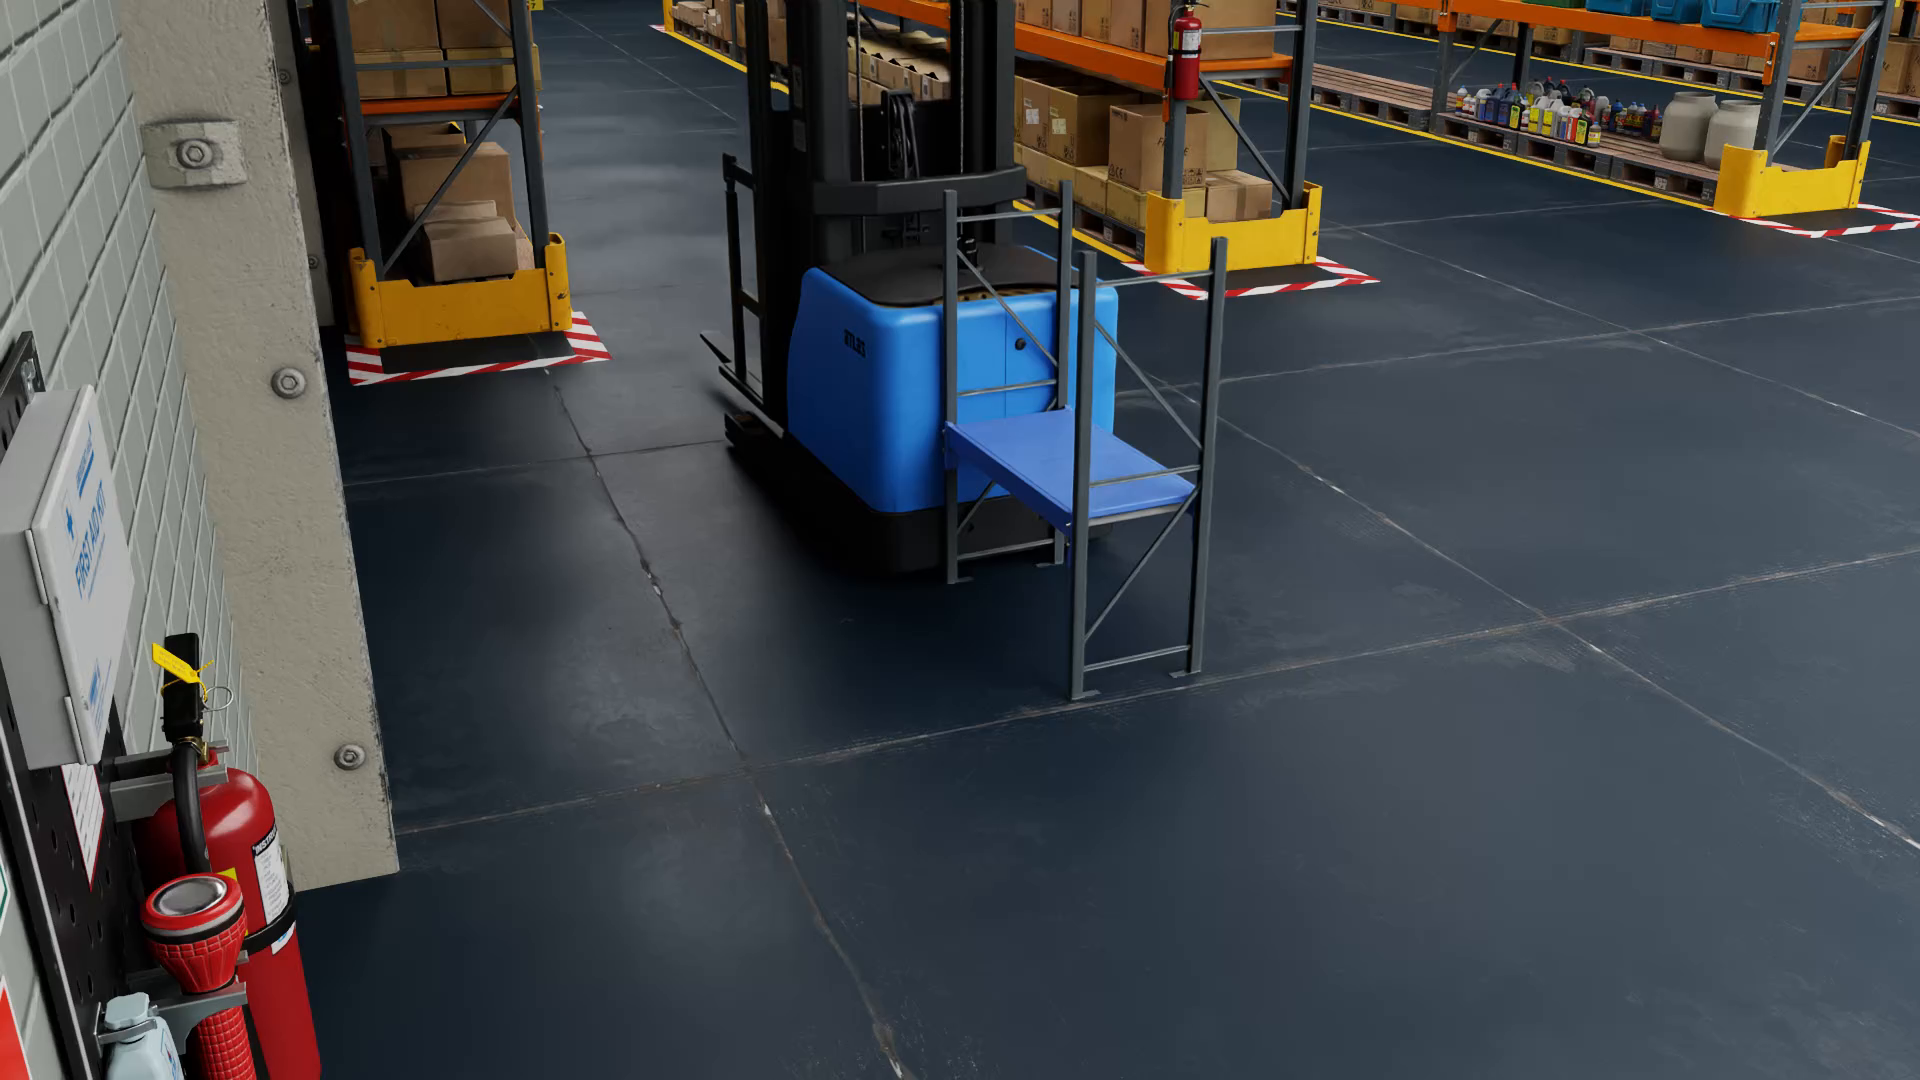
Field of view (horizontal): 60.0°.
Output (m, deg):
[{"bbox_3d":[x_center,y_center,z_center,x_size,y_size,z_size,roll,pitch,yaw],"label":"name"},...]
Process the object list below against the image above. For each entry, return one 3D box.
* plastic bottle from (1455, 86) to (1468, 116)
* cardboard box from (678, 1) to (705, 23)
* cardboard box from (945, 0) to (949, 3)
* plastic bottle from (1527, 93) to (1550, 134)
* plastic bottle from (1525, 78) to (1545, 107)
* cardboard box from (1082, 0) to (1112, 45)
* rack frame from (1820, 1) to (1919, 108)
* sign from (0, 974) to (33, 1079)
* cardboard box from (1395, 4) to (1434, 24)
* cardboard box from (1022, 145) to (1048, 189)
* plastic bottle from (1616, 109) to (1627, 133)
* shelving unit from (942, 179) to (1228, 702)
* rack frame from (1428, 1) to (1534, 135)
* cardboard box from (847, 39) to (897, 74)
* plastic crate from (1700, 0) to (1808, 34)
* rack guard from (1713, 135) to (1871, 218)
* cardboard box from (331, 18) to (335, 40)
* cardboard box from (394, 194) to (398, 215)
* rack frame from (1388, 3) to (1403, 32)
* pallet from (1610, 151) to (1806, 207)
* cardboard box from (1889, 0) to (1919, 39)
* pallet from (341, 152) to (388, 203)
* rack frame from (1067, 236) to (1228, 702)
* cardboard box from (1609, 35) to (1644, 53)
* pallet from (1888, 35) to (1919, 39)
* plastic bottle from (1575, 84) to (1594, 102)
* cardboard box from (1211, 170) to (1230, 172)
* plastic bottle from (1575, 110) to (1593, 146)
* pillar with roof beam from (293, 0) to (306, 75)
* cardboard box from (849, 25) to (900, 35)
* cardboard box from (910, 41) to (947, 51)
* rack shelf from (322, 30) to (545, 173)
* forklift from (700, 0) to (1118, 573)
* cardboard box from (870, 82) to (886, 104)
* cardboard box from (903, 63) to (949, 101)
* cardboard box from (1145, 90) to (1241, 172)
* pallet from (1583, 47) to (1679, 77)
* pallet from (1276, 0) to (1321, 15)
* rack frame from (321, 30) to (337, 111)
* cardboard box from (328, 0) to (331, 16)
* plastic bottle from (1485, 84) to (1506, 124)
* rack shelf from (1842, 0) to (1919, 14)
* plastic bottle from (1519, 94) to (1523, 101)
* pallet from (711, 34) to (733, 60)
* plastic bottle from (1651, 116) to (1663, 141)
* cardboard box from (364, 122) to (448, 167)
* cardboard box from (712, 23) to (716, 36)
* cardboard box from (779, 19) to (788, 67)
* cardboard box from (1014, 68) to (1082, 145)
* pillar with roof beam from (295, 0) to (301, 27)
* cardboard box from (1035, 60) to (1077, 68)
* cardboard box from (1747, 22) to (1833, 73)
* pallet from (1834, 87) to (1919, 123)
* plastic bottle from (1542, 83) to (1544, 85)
[{"bbox_3d":[4.732,-4.144,15.682,0.097,0.271,0.097,0,23,0],"label":"plastic bottle"},{"bbox_3d":[-3.742,-7.574,23.847,0.500,0.250,0.500,-8,24,-19],"label":"cardboard box"},{"bbox_3d":[0.179,-4.800,14.485,0.500,0.250,0.500,-7,24,-16],"label":"cardboard box"},{"bbox_3d":[5.143,-3.783,14.724,0.144,0.351,0.185,-9,24,-19],"label":"plastic bottle"},{"bbox_3d":[5.392,-4.142,15.576,0.144,0.351,0.185,-8,24,-19],"label":"plastic bottle"},{"bbox_3d":[1.294,-3.831,11.866,0.700,0.500,0.500,-8,24,-19],"label":"cardboard box"},{"bbox_3d":[9.663,-6.054,17.268,1.000,3.000,0.127,-8,24,-19],"label":"rack frame"},{"bbox_3d":[-0.827,0.585,1.471,0.001,0.329,0.234,-8,24,-19],"label":"sign"},{"bbox_3d":[7.082,-7.945,23.950,1.225,0.875,0.875,-8,24,-19],"label":"cardboard box"},{"bbox_3d":[0.800,-2.867,12.705,0.500,0.250,0.500,-8,24,-19],"label":"cardboard box"},{"bbox_3d":[5.902,-3.732,14.797,0.097,0.201,0.097,0,23,0],"label":"plastic bottle"},{"bbox_3d":[0.381,-0.381,5.740,0.538,1.500,1.048,-10,25,-22],"label":"shelving unit"},{"bbox_3d":[5.029,-5.374,15.655,1.000,3.000,0.127,-8,24,-19],"label":"rack frame"},{"bbox_3d":[-0.915,-4.914,16.841,0.500,0.311,0.500,-9,24,-20],"label":"cardboard box"},{"bbox_3d":[5.986,-3.993,12.570,0.499,0.251,0.616,-8,24,-19],"label":"plastic crate"},{"bbox_3d":[6.371,-2.790,12.743,1.175,0.500,0.348,-8,24,-19],"label":"rack guard"},{"bbox_3d":[-4.080,-3.572,11.547,0.500,0.250,0.500,-9,25,-21],"label":"cardboard box"},{"bbox_3d":[-3.693,-2.320,11.513,0.380,0.149,0.250,-10,25,-23],"label":"cardboard box"},{"bbox_3d":[6.837,-8.961,24.164,1.000,3.000,0.127,-8,24,-19],"label":"rack frame"},{"bbox_3d":[6.090,-2.953,13.501,1.003,0.211,1.213,-8,24,-19],"label":"pallet"},{"bbox_3d":[13.057,-7.074,22.045,1.050,0.750,0.750,-9,24,-20],"label":"cardboard box"},{"bbox_3d":[-4.515,-3.013,13.642,1.003,0.211,1.213,-8,24,-19],"label":"pallet"},{"bbox_3d":[0.590,-0.201,5.313,0.500,1.500,0.032,-10,25,-22],"label":"rack frame"},{"bbox_3d":[8.505,-6.317,20.545,0.700,0.500,0.500,-10,25,-22],"label":"cardboard box"},{"bbox_3d":[13.134,-6.569,22.081,1.003,0.211,1.213,-8,24,-19],"label":"pallet"},{"bbox_3d":[5.708,-3.975,15.179,0.144,0.351,0.185,-8,24,-19],"label":"plastic bottle"},{"bbox_3d":[1.646,-2.575,12.015,0.500,0.250,0.500,-8,24,-19],"label":"cardboard box"},{"bbox_3d":[5.325,-3.519,14.184,0.061,0.283,0.133,-8,24,-18],"label":"plastic bottle"},{"bbox_3d":[-4.094,-10.412,19.885,9.100,9.000,0.400,-8,24,-19],"label":"pillar with roof beam"},{"bbox_3d":[-0.913,-5.405,18.380,0.500,0.500,0.500,-7,24,-17],"label":"cardboard box"},{"bbox_3d":[-0.238,-4.806,16.585,0.500,0.311,0.500,-9,24,-19],"label":"cardboard box"},{"bbox_3d":[-3.532,-2.957,10.846,1.077,0.370,4.000,-8,24,-19],"label":"rack shelf"},{"bbox_3d":[-0.447,-1.765,7.180,1.130,2.935,3.031,-10,25,-22],"label":"forklift"},{"bbox_3d":[-0.560,-4.288,16.078,0.500,0.250,0.500,-8,24,-18],"label":"cardboard box"},{"bbox_3d":[-0.207,-4.177,15.092,0.500,0.311,0.500,-8,24,-18],"label":"cardboard box"},{"bbox_3d":[1.647,-2.921,11.870,0.500,0.500,0.500,-8,24,-19],"label":"cardboard box"},{"bbox_3d":[8.525,-5.938,20.583,1.003,0.211,1.213,-8,24,-19],"label":"pallet"},{"bbox_3d":[5.779,-8.849,27.490,1.003,0.211,1.213,-8,24,-19],"label":"pallet"},{"bbox_3d":[-5.652,-5.468,15.879,1.000,3.000,0.127,-8,24,-19],"label":"rack frame"},{"bbox_3d":[-3.918,-3.731,10.958,0.500,0.500,0.500,-8,24,-18],"label":"cardboard box"},{"bbox_3d":[4.926,-4.006,15.253,0.144,0.351,0.185,-8,24,-18],"label":"plastic bottle"},{"bbox_3d":[10.369,-4.996,15.683,1.077,0.370,4.000,-8,24,-19],"label":"rack shelf"},{"bbox_3d":[5.090,-3.933,15.183,0.097,0.271,0.097,0,23,0],"label":"plastic bottle"},{"bbox_3d":[-2.674,-6.567,22.077,1.003,0.211,1.213,-8,24,-19],"label":"pallet"},{"bbox_3d":[6.057,-3.573,14.419,0.097,0.201,0.097,0,23,0],"label":"plastic bottle"},{"bbox_3d":[-4.515,-3.331,13.459,0.700,0.500,0.500,-7,24,-17],"label":"cardboard box"},{"bbox_3d":[-3.087,-6.788,22.113,0.380,0.149,0.250,-8,24,-19],"label":"cardboard box"},{"bbox_3d":[-1.752,-5.696,19.070,0.500,0.500,0.500,-9,25,-21],"label":"cardboard box"},{"bbox_3d":[0.618,-3.393,12.989,0.500,0.500,0.500,-8,24,-19],"label":"cardboard box"},{"bbox_3d":[-6.214,-12.593,25.057,9.100,9.000,0.400,-8,24,-19],"label":"pillar with roof beam"},{"bbox_3d":[0.928,-3.646,13.589,0.500,0.500,0.500,-8,24,-19],"label":"cardboard box"},{"bbox_3d":[9.315,-5.507,18.621,0.700,0.500,0.500,-8,24,-19],"label":"cardboard box"},{"bbox_3d":[9.933,-4.530,17.242,1.003,0.211,1.213,-8,24,-19],"label":"pallet"},{"bbox_3d":[5.508,-4.196,15.790,0.061,0.283,0.133,-7,24,-16],"label":"plastic bottle"}]
